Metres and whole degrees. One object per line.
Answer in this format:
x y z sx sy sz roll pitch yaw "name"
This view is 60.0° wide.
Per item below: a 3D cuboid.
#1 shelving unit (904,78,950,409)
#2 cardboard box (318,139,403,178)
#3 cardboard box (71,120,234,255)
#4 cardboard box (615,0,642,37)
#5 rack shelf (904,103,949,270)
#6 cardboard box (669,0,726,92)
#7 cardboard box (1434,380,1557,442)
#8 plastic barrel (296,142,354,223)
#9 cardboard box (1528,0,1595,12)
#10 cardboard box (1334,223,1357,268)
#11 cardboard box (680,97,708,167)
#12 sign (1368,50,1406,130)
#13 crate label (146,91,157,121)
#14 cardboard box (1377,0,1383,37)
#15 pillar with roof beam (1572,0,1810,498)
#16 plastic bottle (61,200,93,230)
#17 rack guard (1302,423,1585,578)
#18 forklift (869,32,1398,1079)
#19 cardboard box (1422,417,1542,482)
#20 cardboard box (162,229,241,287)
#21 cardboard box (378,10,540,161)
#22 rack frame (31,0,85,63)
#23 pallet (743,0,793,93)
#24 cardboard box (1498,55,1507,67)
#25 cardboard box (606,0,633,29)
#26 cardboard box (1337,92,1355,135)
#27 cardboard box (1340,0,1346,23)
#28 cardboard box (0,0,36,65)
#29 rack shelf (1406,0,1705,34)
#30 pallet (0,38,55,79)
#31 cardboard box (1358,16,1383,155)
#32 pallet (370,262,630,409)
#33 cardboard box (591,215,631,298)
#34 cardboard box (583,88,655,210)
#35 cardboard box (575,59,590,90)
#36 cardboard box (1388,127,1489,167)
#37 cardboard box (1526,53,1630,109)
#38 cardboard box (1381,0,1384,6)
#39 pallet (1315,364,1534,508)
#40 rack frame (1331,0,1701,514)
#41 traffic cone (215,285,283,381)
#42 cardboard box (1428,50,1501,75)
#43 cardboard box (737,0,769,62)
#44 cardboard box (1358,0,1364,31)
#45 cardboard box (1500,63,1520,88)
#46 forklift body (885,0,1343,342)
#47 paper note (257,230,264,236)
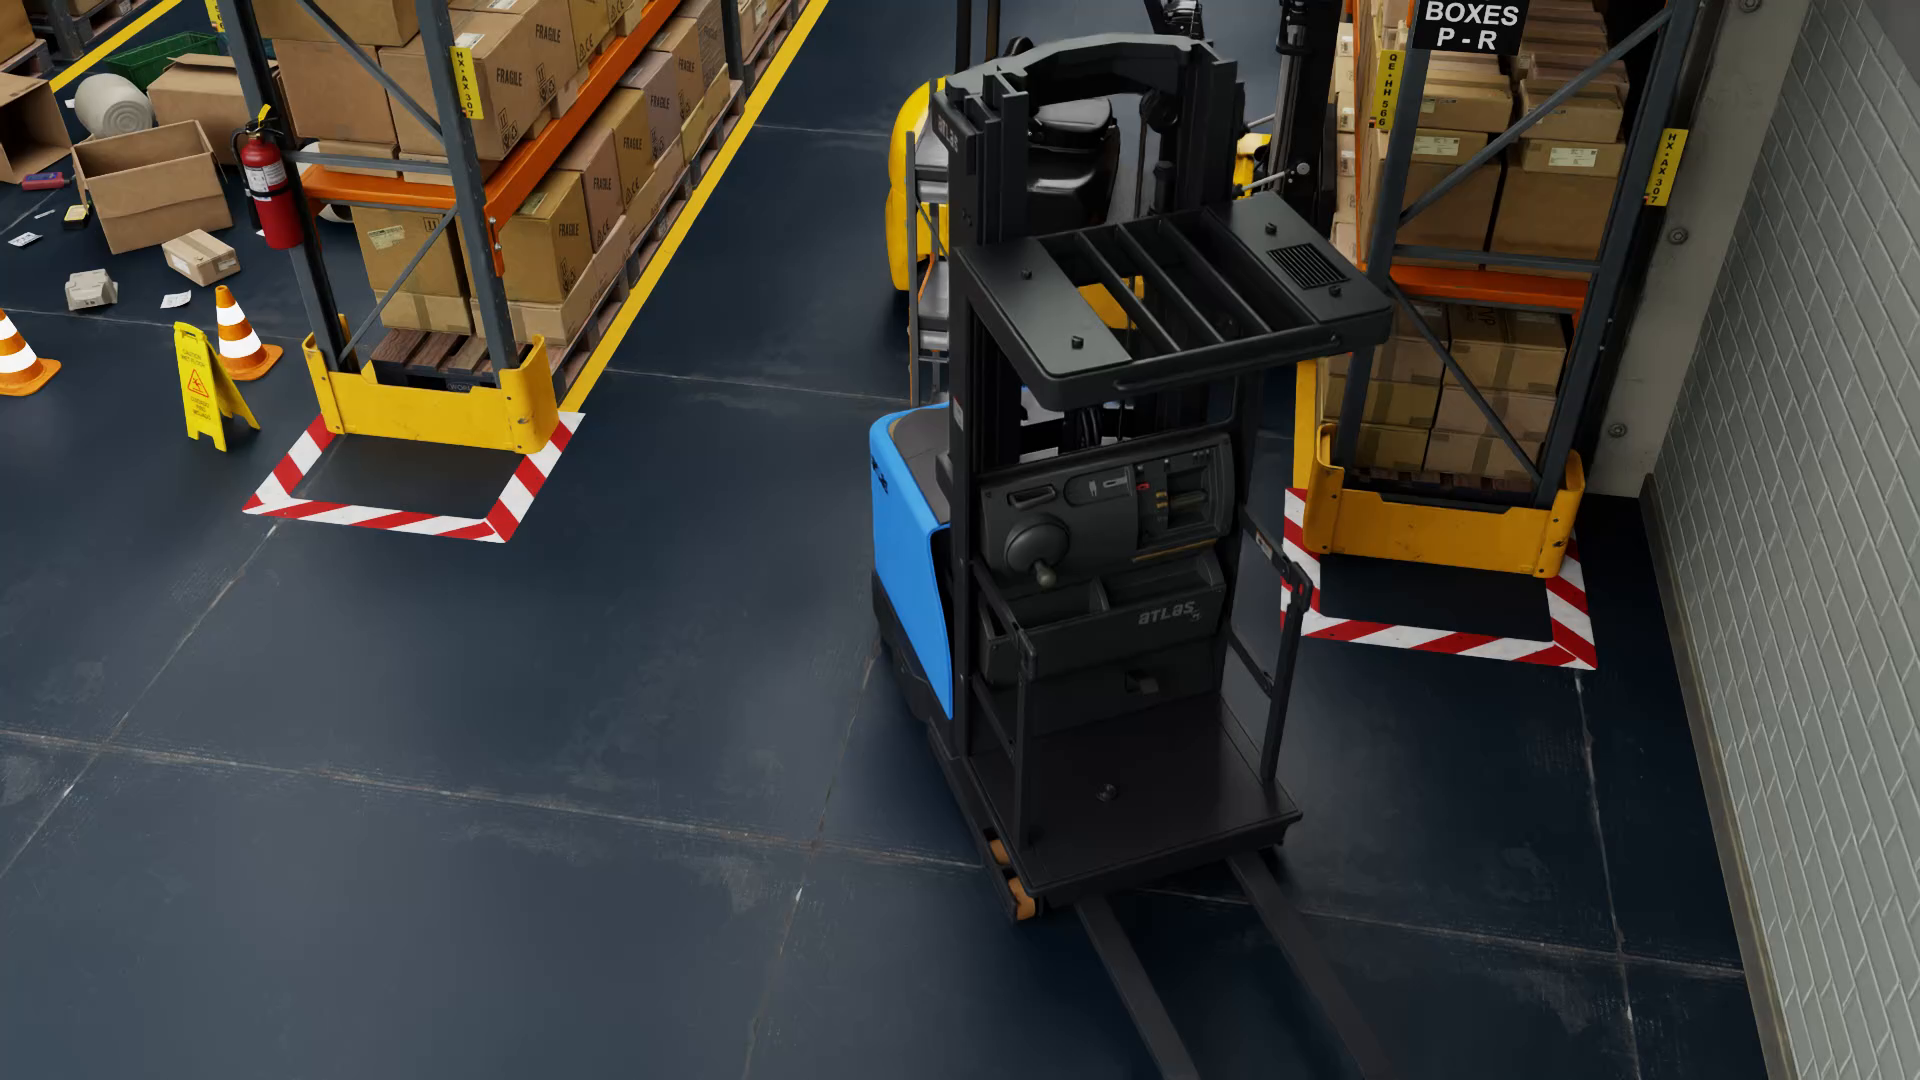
0.029 -0.913 7.303 0.431 2.100 0.503 6 40 8 "shelving unit"
-2.822 -1.868 7.949 0.380 0.149 0.250 8 40 9 "cardboard box"
-4.865 -2.126 10.023 0.797 0.503 0.637 -20 44 -23 "cardboard box"
-1.994 -2.924 9.227 0.380 0.149 0.250 7 40 8 "cardboard box"
0.029 -1.442 6.866 0.431 0.518 0.480 6 40 8 "rack shelf"
-1.822 -3.207 10.612 0.500 0.500 0.500 6 40 7 "cardboard box"
2.499 -0.729 7.810 0.500 0.250 0.500 7 40 8 "cardboard box"
-3.810 -2.177 10.148 0.421 0.421 0.512 -28 47 -30 "plastic barrel"
2.671 -2.402 7.577 0.380 0.149 0.250 8 40 9 "cardboard box"
2.069 -1.294 8.101 0.500 0.250 0.500 7 40 8 "cardboard box"
-1.904 -2.583 10.445 0.500 0.250 0.500 5 40 6 "cardboard box"
1.681 -1.768 6.536 0.100 0.325 0.005 6 40 8 "sign"
-5.414 -3.000 11.368 0.298 0.136 0.250 -20 44 -23 "crate label"
2.195 -2.506 7.937 0.380 0.149 0.250 7 40 8 "cardboard box"
-1.018 -4.286 5.969 9.100 9.000 0.400 6 40 8 "pillar with roof beam"
-5.418 -2.002 10.221 0.133 0.061 0.283 -6 40 -8 "plastic bottle"
2.209 -0.183 7.676 1.175 0.500 0.348 6 40 8 "rack guard"
0.592 -0.024 5.576 1.130 2.935 3.031 -13 41 -15 "forklift"
2.491 -0.550 7.987 0.500 0.250 0.500 7 40 8 "cardboard box"
-4.439 -1.653 9.729 0.380 0.149 0.250 28 47 30 "cardboard box"
-2.321 -2.127 7.753 0.500 0.500 0.500 6 40 7 "cardboard box"
-6.877 -4.699 11.177 1.000 3.000 0.127 6 40 8 "rack frame"
-1.850 -3.631 12.073 1.003 0.211 1.213 6 40 8 "pallet"
2.724 -2.126 7.986 0.500 0.500 0.500 6 40 7 "cardboard box"
-2.067 -3.092 8.921 0.500 0.500 0.500 6 40 7 "cardboard box"
2.340 -2.257 9.267 0.500 0.250 0.500 8 40 9 "cardboard box"
3.127 -3.733 11.543 0.875 0.625 0.625 6 40 7 "cardboard box"
-7.054 -3.655 11.252 0.875 0.875 0.875 7 40 8 "cardboard box"
2.560 -3.296 7.689 1.077 0.370 4.000 6 40 8 "rack shelf"
-7.085 -3.156 11.499 1.003 0.211 1.213 6 40 8 "pallet"
2.227 -2.184 8.056 0.500 0.500 0.500 6 40 7 "cardboard box"
-2.487 -1.186 9.115 1.003 0.211 1.213 6 40 8 "pallet"
-2.168 -1.604 9.261 0.500 0.250 0.500 8 40 9 "cardboard box"
-2.079 -2.231 9.431 0.500 0.500 0.500 7 40 9 "cardboard box"
-2.157 -2.438 8.639 0.380 0.149 0.250 7 40 9 "cardboard box"
1.998 -1.699 6.960 0.380 0.149 0.250 7 40 8 "cardboard box"
2.590 -1.912 6.984 0.380 0.149 0.250 8 40 9 "cardboard box"
2.190 -2.625 7.847 0.380 0.149 0.250 7 40 9 "cardboard box"
2.305 -0.572 8.372 1.003 0.211 1.213 6 40 8 "pallet"
2.214 -1.162 6.898 1.000 3.000 0.127 6 40 8 "rack frame"
-3.872 -1.141 8.864 0.336 0.463 0.334 6 40 8 "traffic cone"
2.080 -1.971 7.056 0.380 0.149 0.250 6 40 8 "cardboard box"
-1.895 -3.696 11.695 0.950 0.372 0.625 7 40 8 "cardboard box"
2.498 -3.132 9.203 0.500 0.500 0.500 7 40 8 "cardboard box"
2.558 -1.955 7.270 0.380 0.149 0.250 6 40 7 "cardboard box"
0.745 -2.226 8.851 2.313 2.155 1.214 6 40 8 "forklift body"
-4.178 -1.887 10.115 0.148 0.019 0.142 20 44 23 "paper note"
